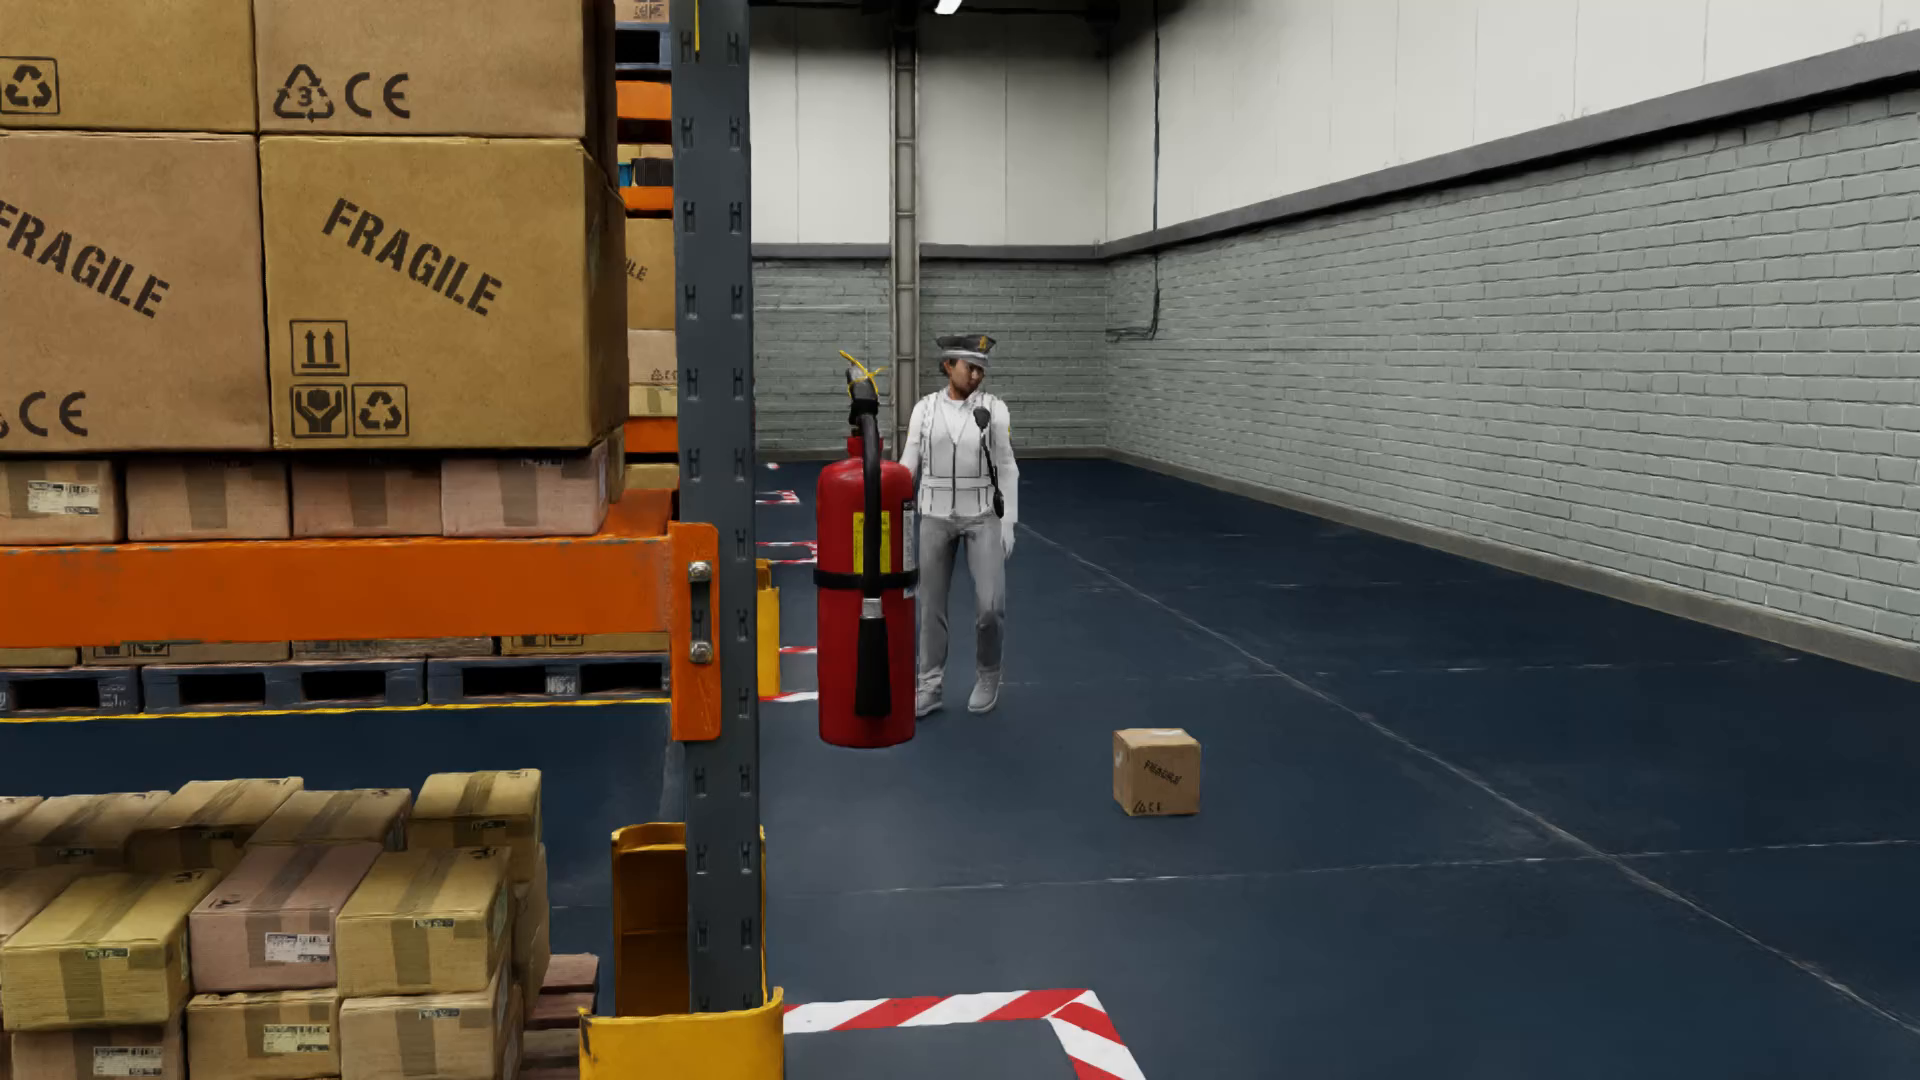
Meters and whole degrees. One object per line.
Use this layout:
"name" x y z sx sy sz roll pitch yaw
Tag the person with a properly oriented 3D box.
"person" -0.014 -0.068 7.268 0.535 1.663 0.367 1 7 11
